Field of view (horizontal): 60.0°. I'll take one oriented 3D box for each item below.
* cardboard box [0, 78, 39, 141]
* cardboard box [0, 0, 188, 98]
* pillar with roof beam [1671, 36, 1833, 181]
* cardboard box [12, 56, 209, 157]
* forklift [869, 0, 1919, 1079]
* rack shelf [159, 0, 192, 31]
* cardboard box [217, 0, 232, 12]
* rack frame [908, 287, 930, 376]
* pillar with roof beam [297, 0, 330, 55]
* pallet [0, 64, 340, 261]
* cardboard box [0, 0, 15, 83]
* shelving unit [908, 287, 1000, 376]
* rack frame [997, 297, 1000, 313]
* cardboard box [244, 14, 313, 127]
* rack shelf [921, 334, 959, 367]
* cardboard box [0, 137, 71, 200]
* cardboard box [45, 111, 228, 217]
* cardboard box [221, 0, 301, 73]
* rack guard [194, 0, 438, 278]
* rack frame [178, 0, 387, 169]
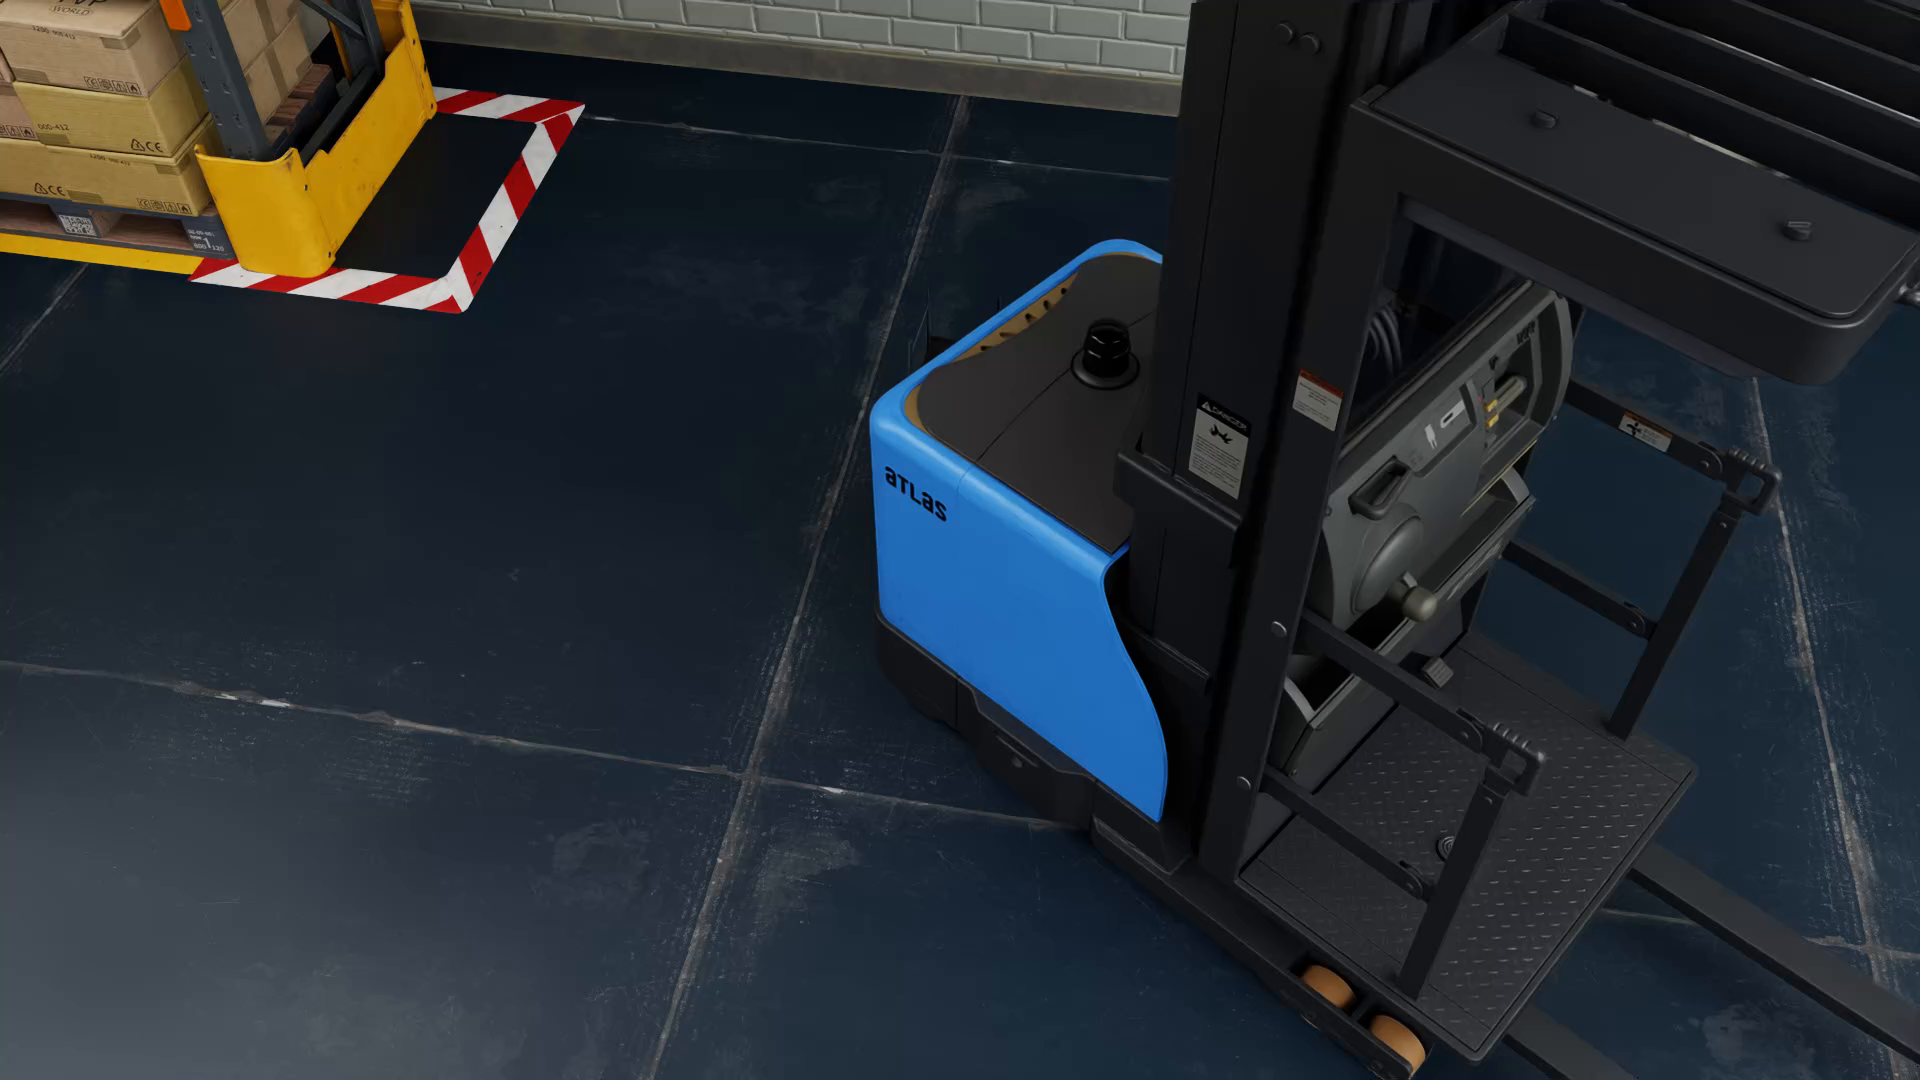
[{"bbox_3d":[-3.463,-1.709,6.000,0.500,0.250,0.500,7,48,6],"label":"cardboard box"},{"bbox_3d":[-2.945,-1.799,5.744,0.500,0.250,0.500,9,49,8],"label":"cardboard box"},{"bbox_3d":[2.177,-1.223,0.299,0.400,9.000,9.100,8,49,7],"label":"pillar with roof beam"},{"bbox_3d":[-2.971,-1.635,5.933,0.500,0.250,0.500,7,48,6],"label":"cardboard box"},{"bbox_3d":[1.178,-0.105,3.374,3.031,2.935,1.130,35,57,27],"label":"forklift"},{"bbox_3d":[-4.405,-2.435,5.905,4.000,0.370,1.077,8,49,7],"label":"rack shelf"},{"bbox_3d":[-2.876,-2.169,6.076,0.500,0.250,0.500,7,48,6],"label":"cardboard box"},{"bbox_3d":[-0.114,-0.324,4.936,0.006,0.900,0.240,9,49,8],"label":"rack frame"},{"bbox_3d":[-3.727,-2.017,1.013,0.400,9.000,9.100,8,49,7],"label":"pillar with roof beam"},{"bbox_3d":[-3.197,-1.550,6.501,1.213,0.211,1.003,8,49,7],"label":"pallet"},{"bbox_3d":[-3.449,-1.863,5.801,0.500,0.250,0.500,8,49,8],"label":"cardboard box"},{"bbox_3d":[-0.014,-0.308,4.922,0.210,0.900,0.258,9,49,8],"label":"shelving unit"},{"bbox_3d":[0.085,-0.292,4.907,0.006,0.900,0.240,9,49,8],"label":"rack frame"},{"bbox_3d":[-2.885,-1.841,6.454,0.500,0.250,0.500,8,49,7],"label":"cardboard box"},{"bbox_3d":[-0.014,-0.466,4.745,0.200,0.077,0.258,9,49,8],"label":"rack shelf"},{"bbox_3d":[-3.443,-1.536,6.180,0.500,0.250,0.500,8,49,7],"label":"cardboard box"},{"bbox_3d":[-2.955,-1.464,6.115,0.500,0.250,0.500,8,49,7],"label":"cardboard box"},{"bbox_3d":[-2.862,-2.014,6.273,0.500,0.250,0.500,8,49,8],"label":"cardboard box"},{"bbox_3d":[-2.413,-1.573,6.327,0.348,0.500,1.175,8,49,7],"label":"rack guard"},{"bbox_3d":[-2.437,-2.411,5.400,0.127,3.000,1.000,8,49,7],"label":"rack frame"}]
